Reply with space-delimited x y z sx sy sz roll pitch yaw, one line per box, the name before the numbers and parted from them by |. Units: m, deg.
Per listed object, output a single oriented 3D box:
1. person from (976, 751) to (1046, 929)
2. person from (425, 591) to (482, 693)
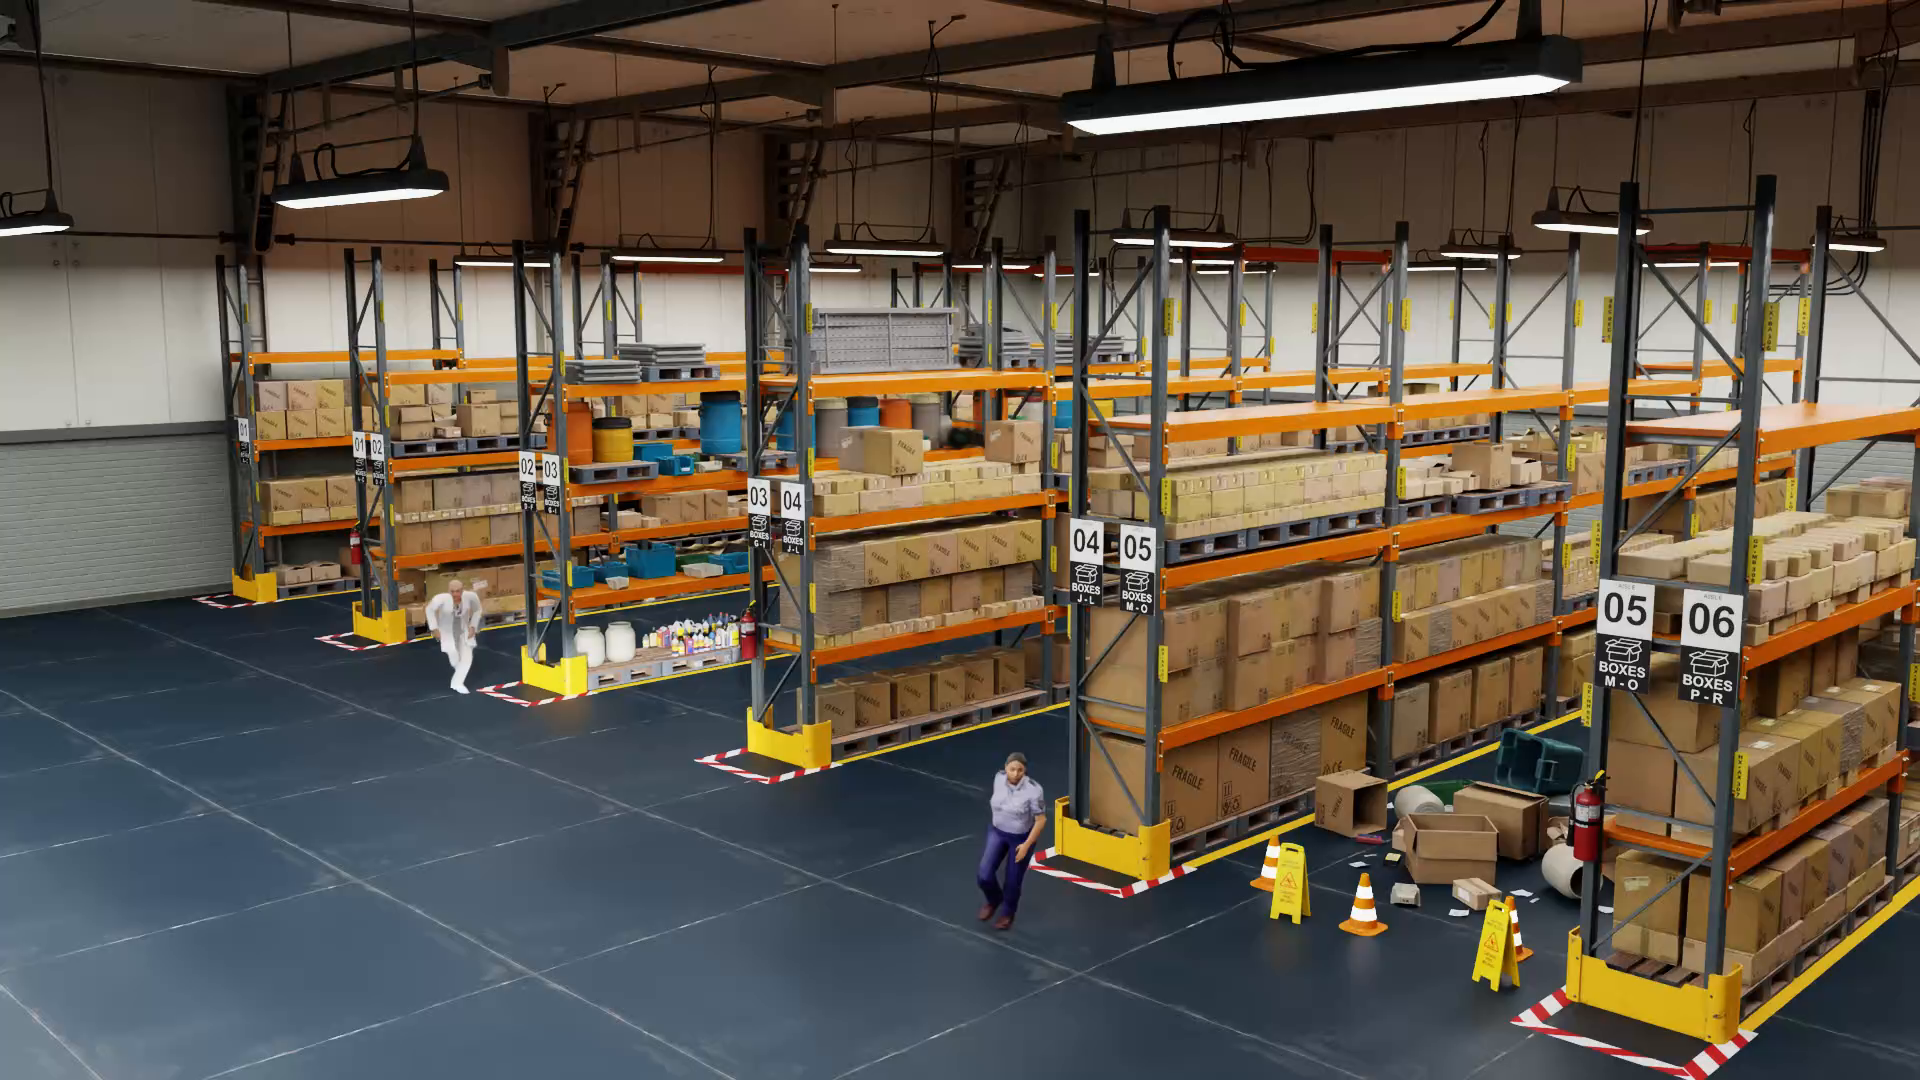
person | 0.426 2.473 13.637 0.613 1.570 0.720 2 8 16
person | -6.790 1.327 22.315 0.727 1.417 0.844 -3 9 -21
